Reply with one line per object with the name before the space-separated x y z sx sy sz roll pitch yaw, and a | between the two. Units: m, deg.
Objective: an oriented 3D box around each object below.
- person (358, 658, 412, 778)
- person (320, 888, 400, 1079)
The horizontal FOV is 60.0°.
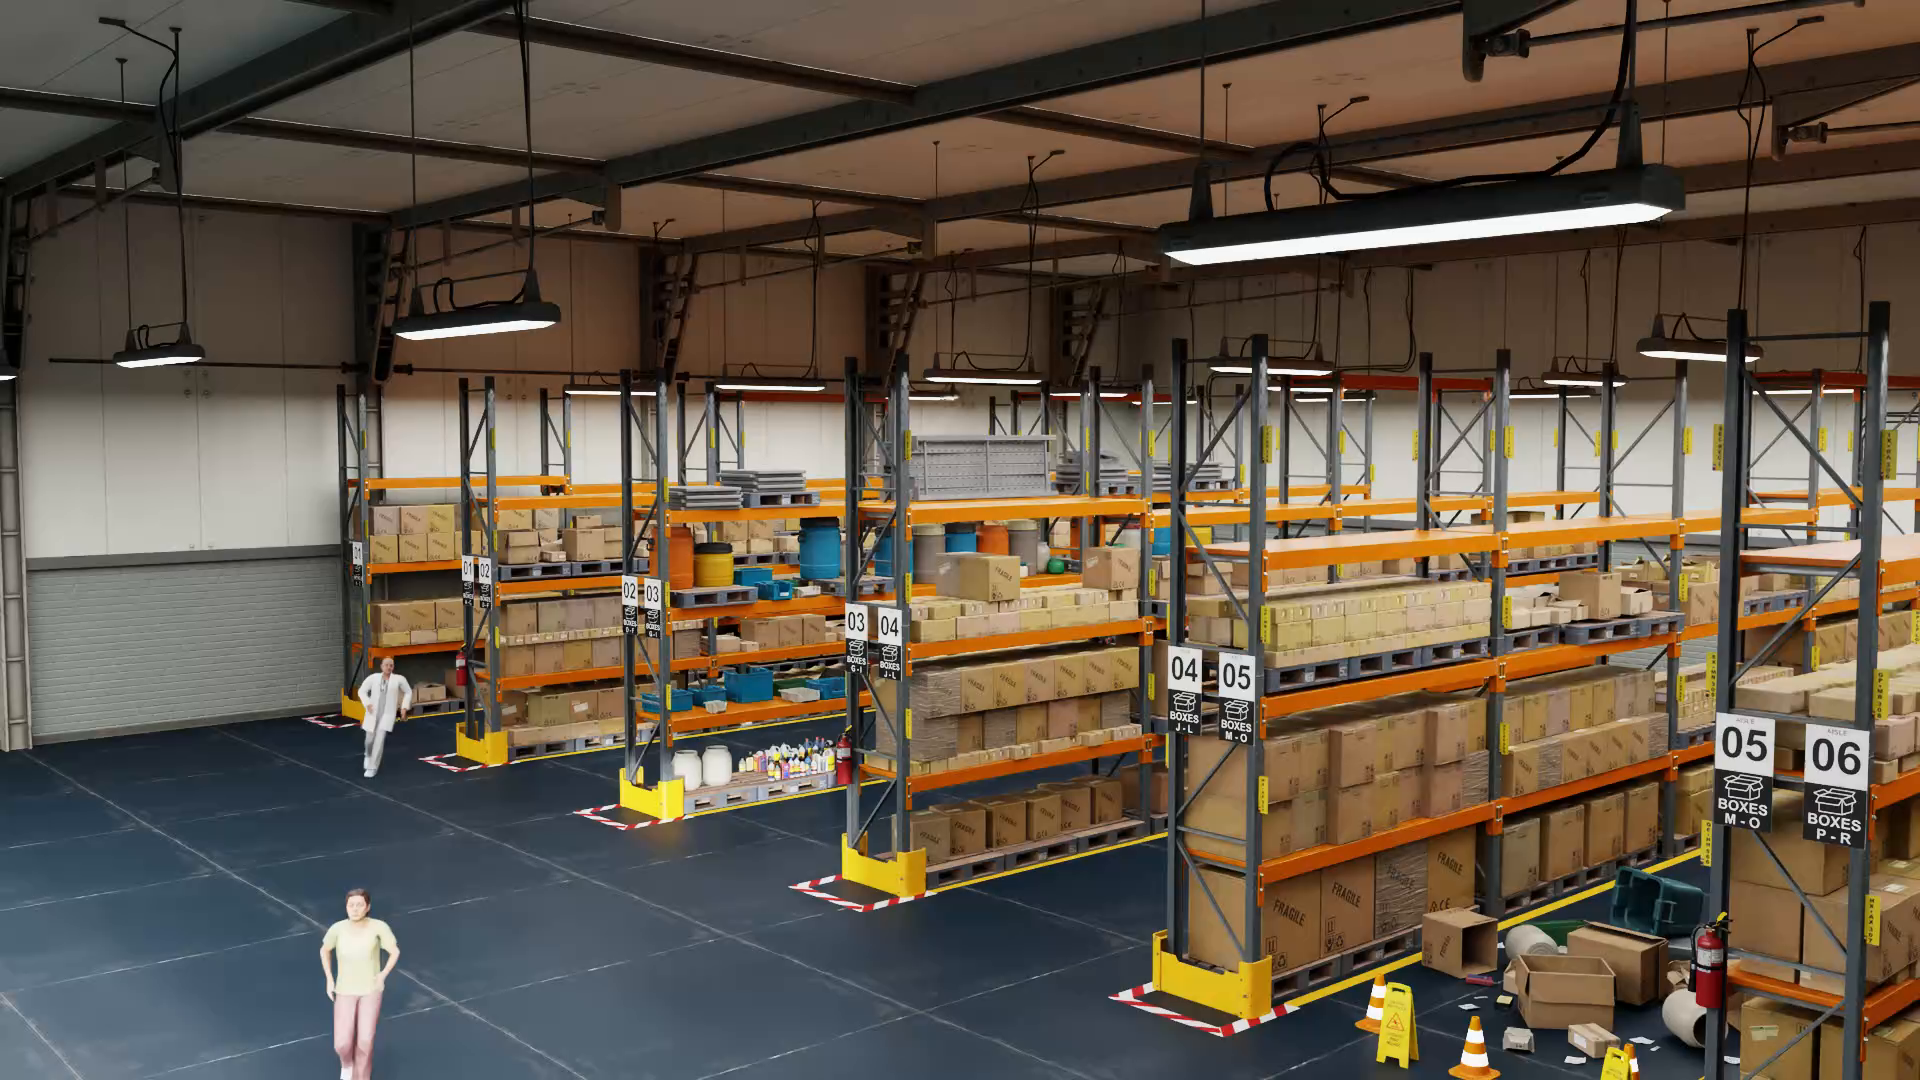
person | -8.655 2.640 25.030 0.771 1.741 0.927 -1 4 -12
person | -4.641 3.503 12.869 0.592 1.638 0.533 -1 4 -16
